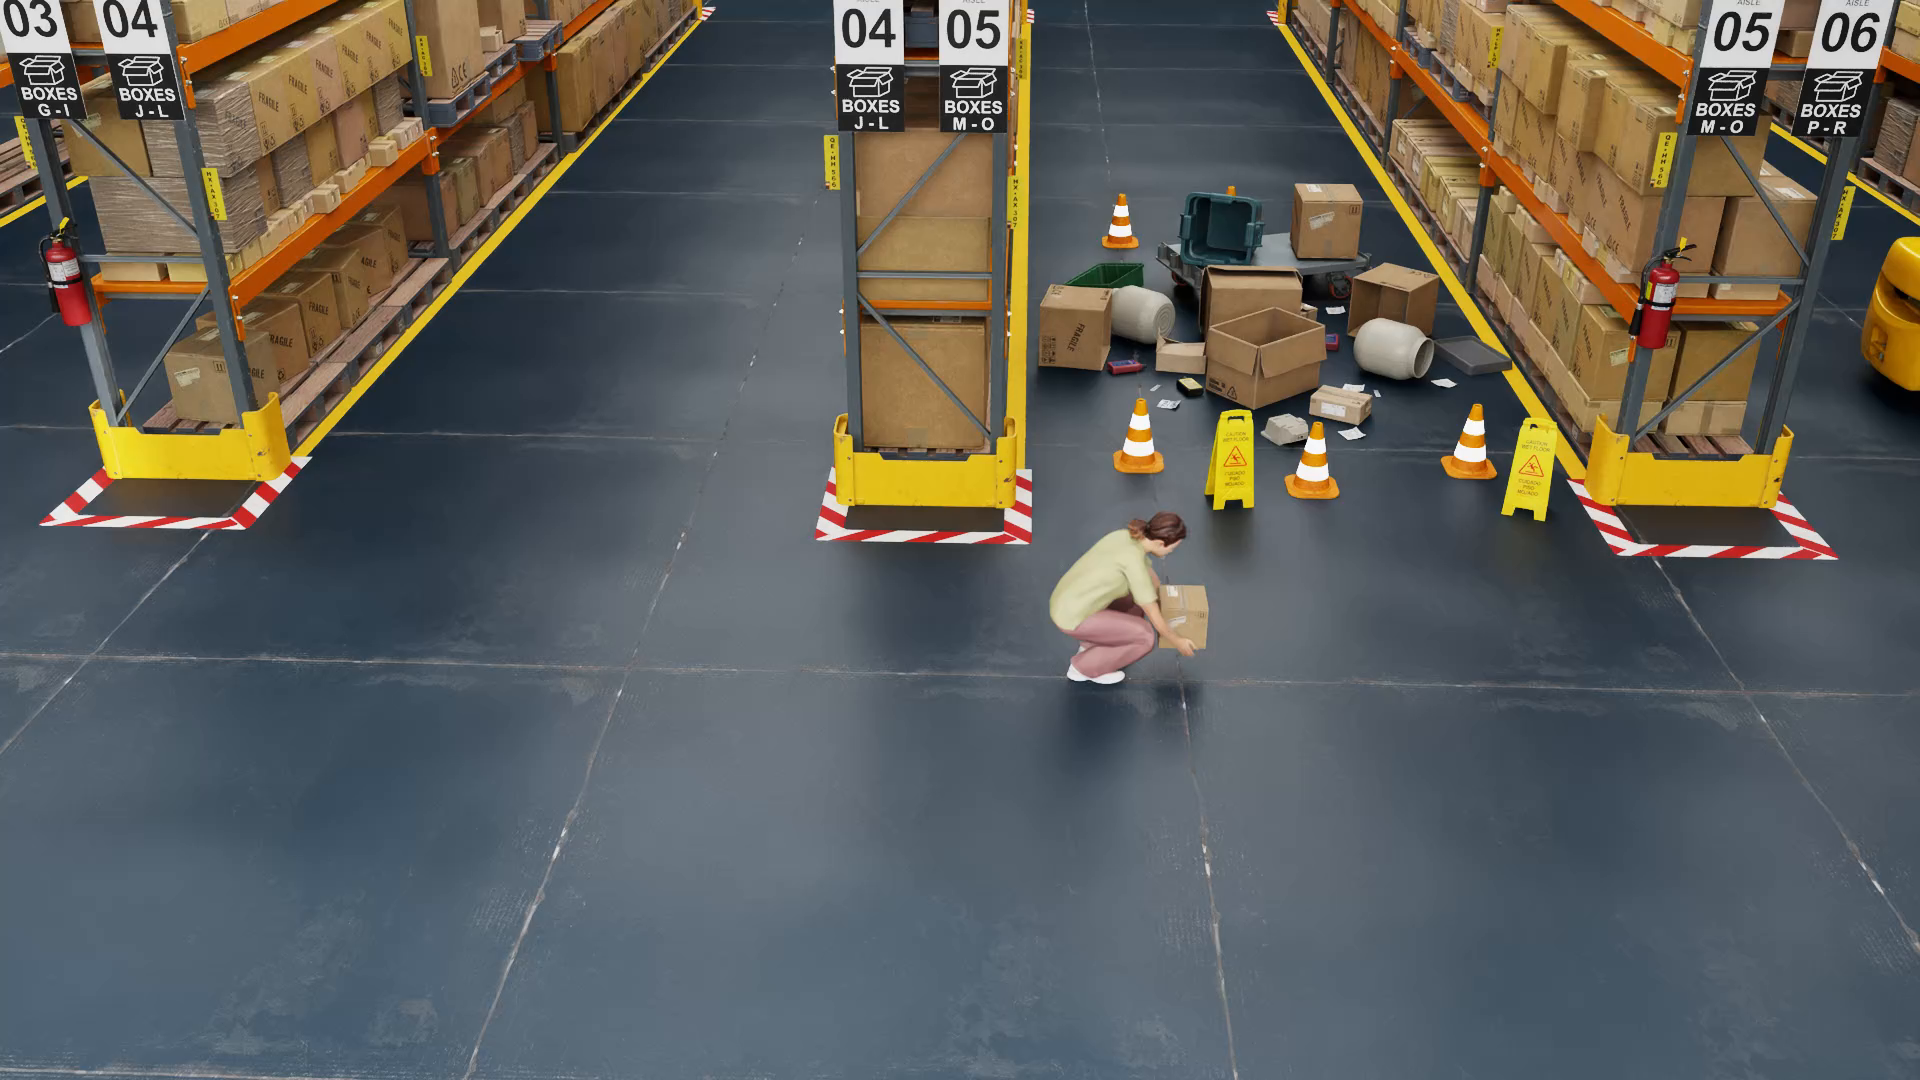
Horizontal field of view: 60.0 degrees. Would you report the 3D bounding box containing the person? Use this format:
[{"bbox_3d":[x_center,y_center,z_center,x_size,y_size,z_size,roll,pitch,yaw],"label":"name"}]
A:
[{"bbox_3d":[0.876,0.288,8.880,0.788,0.935,0.473,1,28,2],"label":"person"}]
